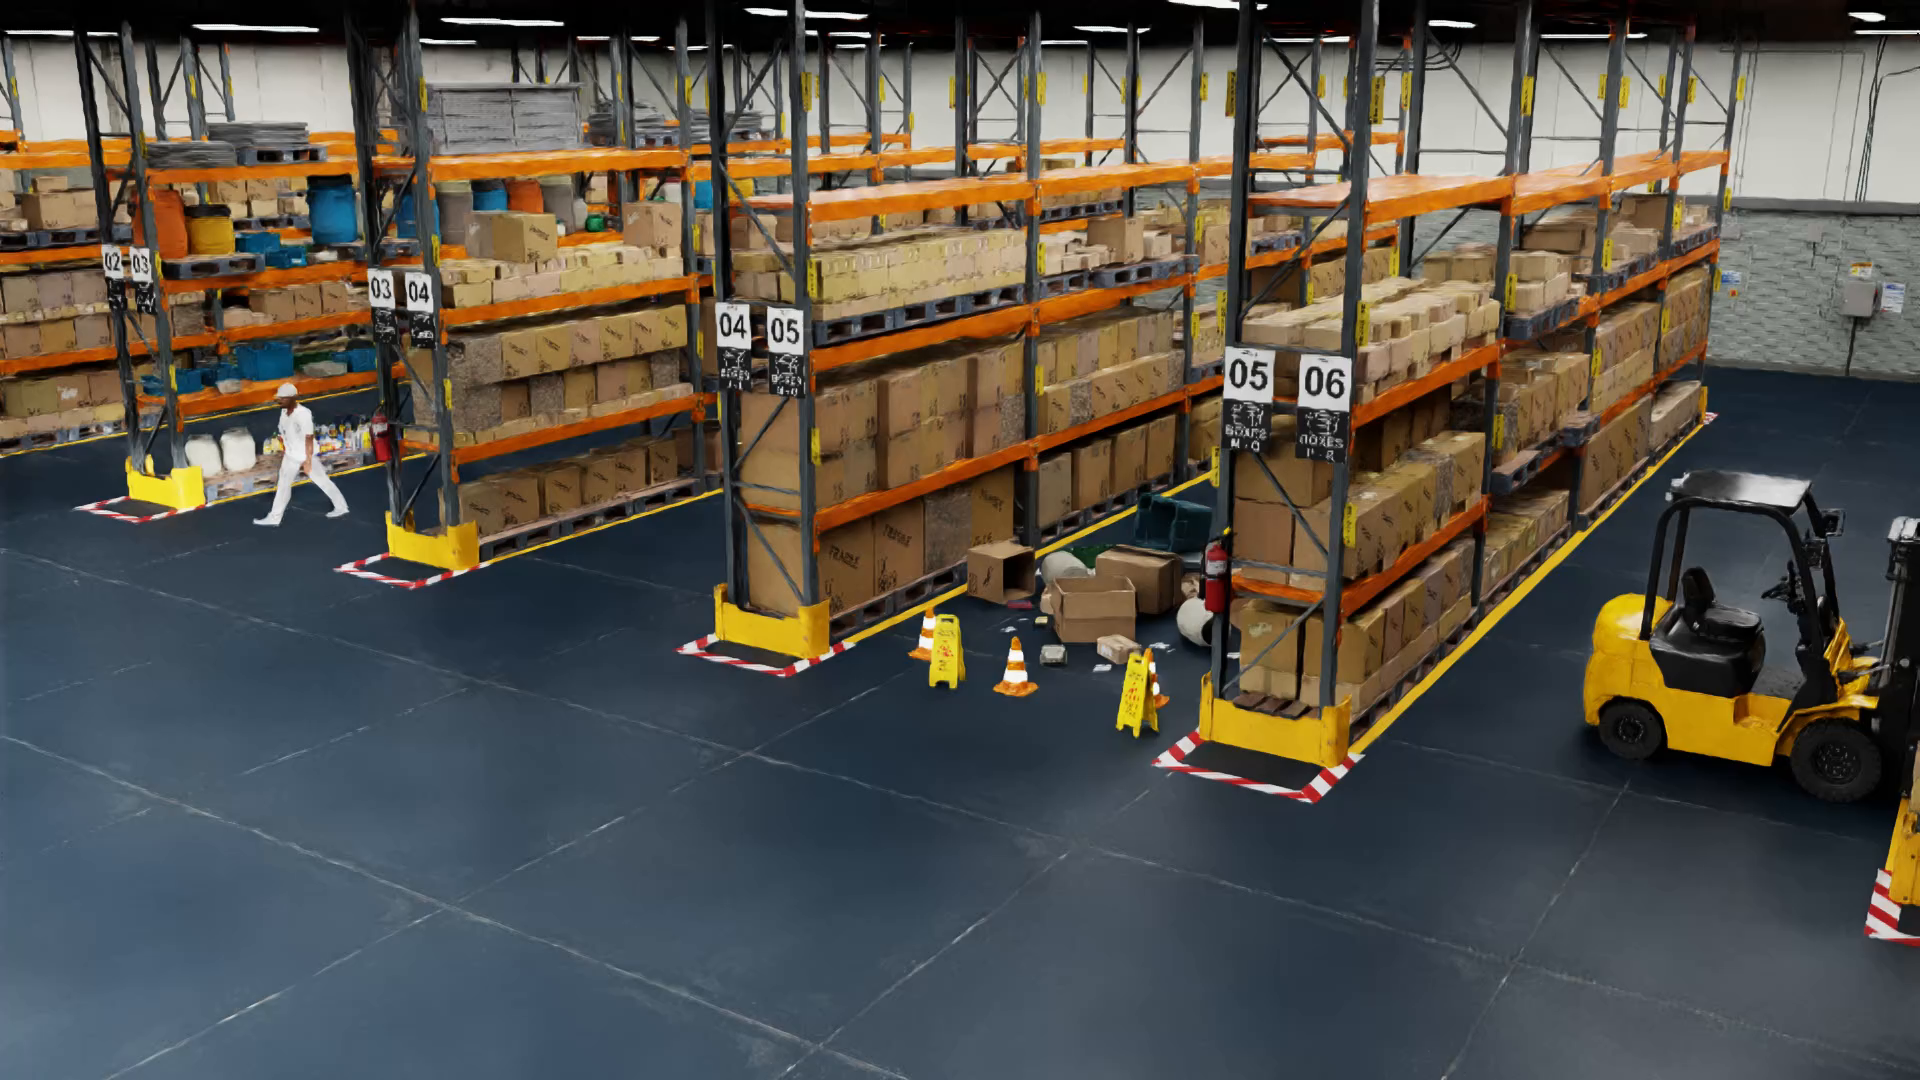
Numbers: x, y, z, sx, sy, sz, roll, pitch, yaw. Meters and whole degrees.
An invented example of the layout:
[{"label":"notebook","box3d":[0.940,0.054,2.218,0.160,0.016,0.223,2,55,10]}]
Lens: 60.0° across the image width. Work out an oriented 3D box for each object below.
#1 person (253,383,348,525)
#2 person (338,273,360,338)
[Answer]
[{"label":"person","box3d":[-7.845,-1.025,19.692,0.582,1.685,1.120,11,19,34]},{"label":"person","box3d":[-11.346,-4.222,30.996,0.442,1.792,0.606,1,16,3]}]
